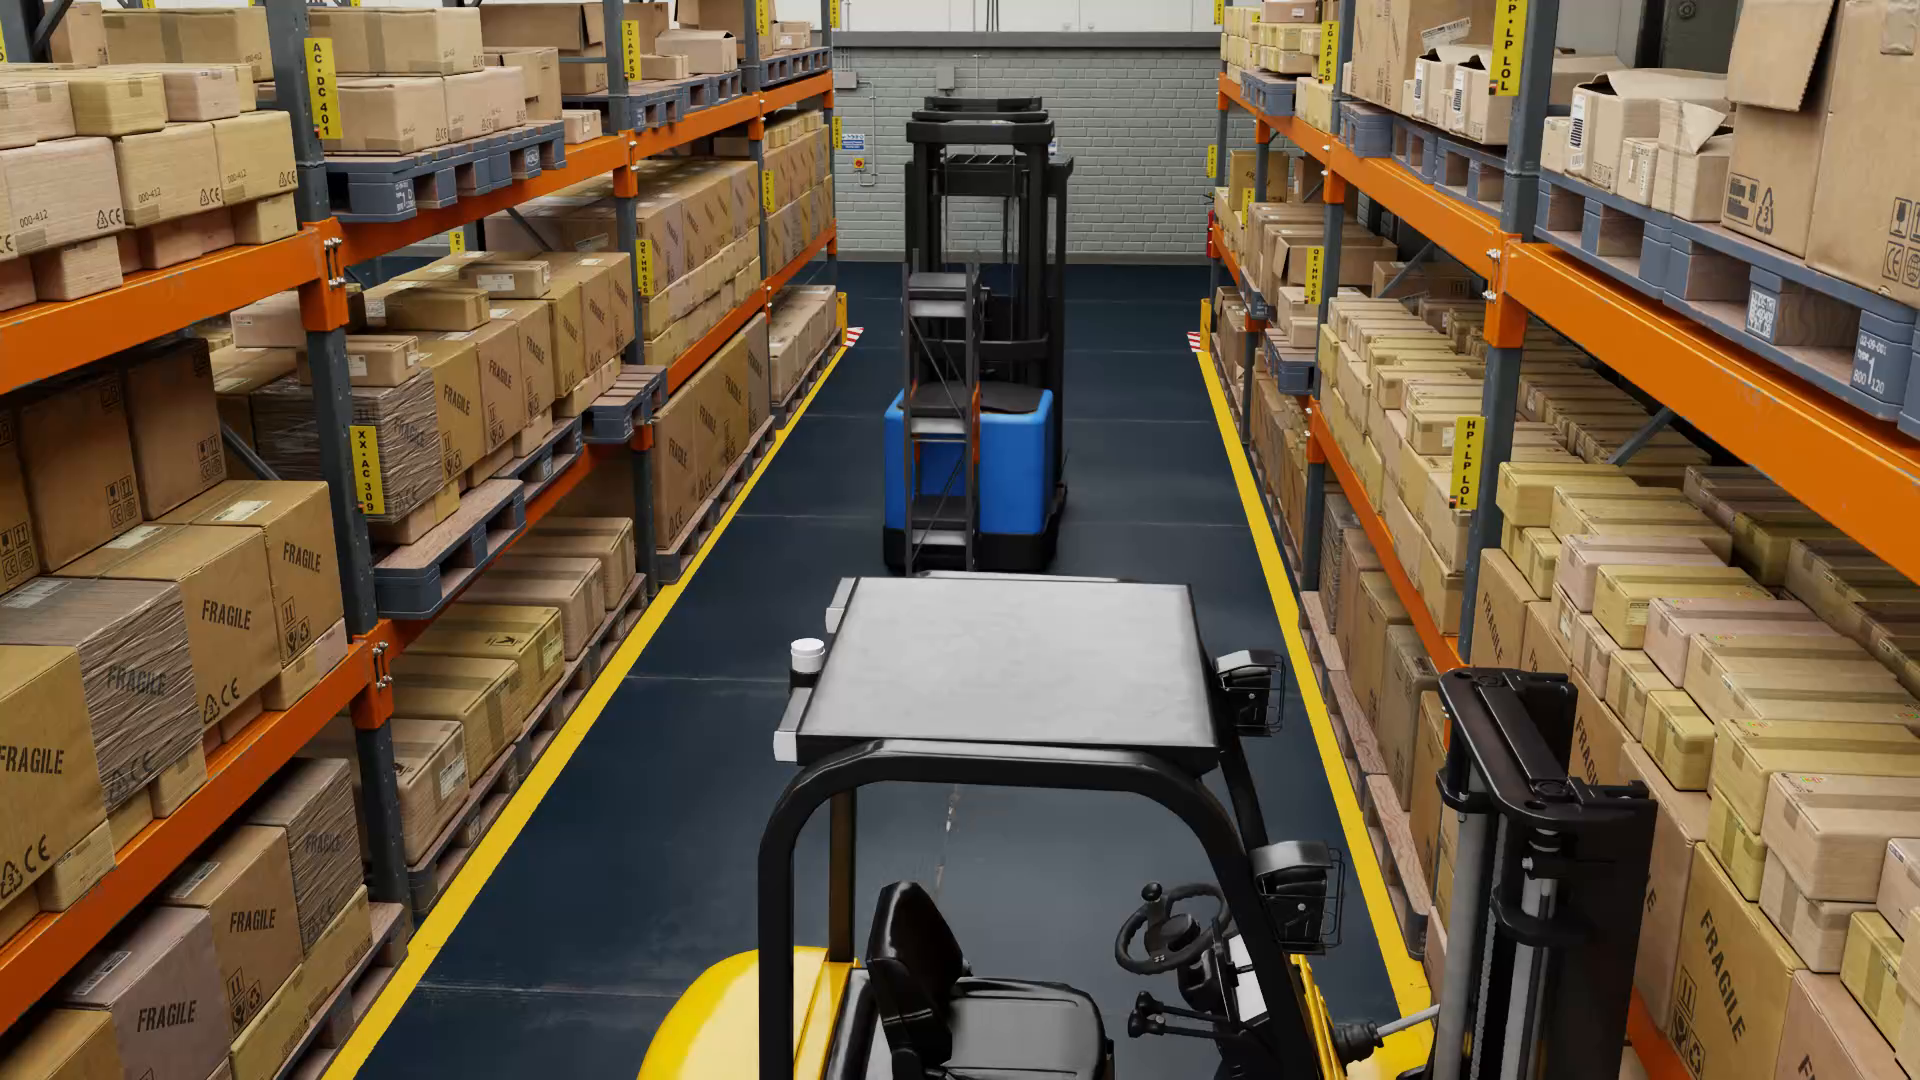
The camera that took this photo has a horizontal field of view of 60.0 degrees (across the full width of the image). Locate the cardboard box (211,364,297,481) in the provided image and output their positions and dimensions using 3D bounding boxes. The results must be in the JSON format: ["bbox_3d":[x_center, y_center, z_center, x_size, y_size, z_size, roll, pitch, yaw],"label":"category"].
[{"bbox_3d":[-2.873,-0.386,6.472,0.500,0.500,0.500,1,18,3],"label":"cardboard box"}]

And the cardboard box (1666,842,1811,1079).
[{"bbox_3d":[1.843,0.976,3.465,0.500,0.500,0.500,1,18,3],"label":"cardboard box"}]

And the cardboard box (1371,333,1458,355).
[{"bbox_3d":[2.239,-0.922,8.216,0.380,0.149,0.250,1,18,5],"label":"cardboard box"}]

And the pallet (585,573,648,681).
[{"bbox_3d":[-2.448,0.476,9.631,1.003,0.211,1.213,1,18,4],"label":"pallet"}]

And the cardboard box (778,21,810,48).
[{"bbox_3d":[-1.760,-5.036,16.562,0.500,0.250,0.500,0,18,-1],"label":"cardboard box"}]

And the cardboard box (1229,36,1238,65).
[{"bbox_3d":[2.764,-4.513,15.326,0.500,0.250,0.500,1,18,2],"label":"cardboard box"}]

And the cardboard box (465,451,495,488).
[{"bbox_3d":[-2.292,-0.340,7.372,0.380,0.149,0.250,2,18,5],"label":"cardboard box"}]

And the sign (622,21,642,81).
[{"bbox_3d":[-1.850,-2.750,9.350,0.100,0.325,0.005,1,18,4],"label":"sign"}]

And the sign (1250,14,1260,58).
[{"bbox_3d":[2.305,-3.905,12.876,0.100,0.325,0.005,1,18,4],"label":"sign"}]

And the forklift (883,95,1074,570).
[{"bbox_3d":[0.206,-1.614,11.641,1.130,2.935,3.031,2,18,7],"label":"forklift"}]

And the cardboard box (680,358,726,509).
[{"bbox_3d":[-2.190,-0.771,11.697,0.875,0.875,0.875,2,18,5],"label":"cardboard box"}]

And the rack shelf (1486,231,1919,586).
[{"bbox_3d":[2.130,-0.202,3.560,1.077,0.370,4.000,1,18,4],"label":"rack shelf"}]

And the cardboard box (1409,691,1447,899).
[{"bbox_3d":[2.300,1.027,6.611,0.875,0.625,0.625,2,18,6],"label":"cardboard box"}]

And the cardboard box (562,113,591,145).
[{"bbox_3d":[-2.214,-2.218,8.960,0.380,0.149,0.250,1,18,4],"label":"cardboard box"}]

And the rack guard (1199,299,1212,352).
[{"bbox_3d":[3.128,-2.255,17.502,1.175,0.500,0.348,1,18,4],"label":"rack guard"}]

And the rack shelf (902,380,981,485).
[{"bbox_3d":[-0.105,-0.656,10.078,0.431,0.518,0.480,2,19,5],"label":"rack shelf"}]

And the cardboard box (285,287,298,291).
[{"bbox_3d":[-7.038,-2.539,17.304,0.380,0.149,0.250,2,18,5],"label":"cardboard box"}]

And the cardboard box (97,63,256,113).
[{"bbox_3d":[-2.482,-1.431,5.278,0.380,0.149,0.250,2,18,5],"label":"cardboard box"}]

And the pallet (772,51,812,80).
[{"bbox_3d":[-1.945,-4.349,15.203,1.003,0.211,1.213,1,18,4],"label":"pallet"}]

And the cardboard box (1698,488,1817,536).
[{"bbox_3d":[2.493,-0.054,5.090,0.380,0.149,0.250,1,18,2],"label":"cardboard box"}]

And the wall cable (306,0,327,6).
[{"bbox_3d":[-7.859,-9.856,21.884,2.277,5.999,0.120,1,18,4],"label":"wall cable"}]

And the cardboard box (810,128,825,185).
[{"bbox_3d":[-1.623,-3.781,16.378,0.500,0.500,0.500,1,18,4],"label":"cardboard box"}]

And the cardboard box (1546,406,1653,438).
[{"bbox_3d":[2.601,-0.439,6.744,0.380,0.149,0.250,1,18,3],"label":"cardboard box"}]

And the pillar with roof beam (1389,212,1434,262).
[{"bbox_3d":[-0.498,-5.367,13.351,9.100,9.000,0.400,1,18,4],"label":"pillar with roof beam"}]

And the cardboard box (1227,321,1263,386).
[{"bbox_3d":[2.821,-1.703,15.144,0.700,0.500,0.500,1,18,2],"label":"cardboard box"}]

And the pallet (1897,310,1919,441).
[{"bbox_3d":[2.063,-0.100,2.235,1.003,0.211,1.213,1,18,4],"label":"pallet"}]

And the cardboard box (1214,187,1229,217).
[{"bbox_3d":[2.833,-3.402,16.750,0.500,0.250,0.500,1,18,4],"label":"cardboard box"}]

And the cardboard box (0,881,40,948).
[{"bbox_3d":[-2.573,0.929,4.175,0.380,0.149,0.250,1,18,2],"label":"cardboard box"}]

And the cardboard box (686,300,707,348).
[{"bbox_3d":[-2.042,-1.489,11.392,0.500,0.250,0.500,2,18,6],"label":"cardboard box"}]

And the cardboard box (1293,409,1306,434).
[{"bbox_3d":[2.476,-0.786,11.301,0.380,0.149,0.250,1,18,3],"label":"cardboard box"}]

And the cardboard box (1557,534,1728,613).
[{"bbox_3d":[1.896,0.096,4.633,0.380,0.149,0.250,2,18,5],"label":"cardboard box"}]

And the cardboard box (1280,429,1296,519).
[{"bbox_3d":[2.458,-0.448,11.311,0.500,0.500,0.500,2,18,6],"label":"cardboard box"}]

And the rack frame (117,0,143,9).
[{"bbox_3d":[-7.049,-5.264,13.036,1.000,3.000,0.127,1,18,4],"label":"rack frame"}]

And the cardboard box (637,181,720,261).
[{"bbox_3d":[-1.993,-2.233,11.655,0.500,0.500,0.500,2,18,5],"label":"cardboard box"}]

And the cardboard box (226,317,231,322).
[{"bbox_3d":[-6.737,-2.052,15.816,0.380,0.149,0.250,1,18,2],"label":"cardboard box"}]

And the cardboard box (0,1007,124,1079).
[{"bbox_3d":[-2.552,1.574,4.339,0.500,0.500,0.500,2,18,5],"label":"cardboard box"}]

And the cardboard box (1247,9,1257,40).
[{"bbox_3d":[2.671,-4.277,13.802,0.500,0.250,0.500,1,18,3],"label":"cardboard box"}]

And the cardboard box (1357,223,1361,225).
[{"bbox_3d":[3.181,-2.598,14.298,0.500,0.250,0.500,1,18,3],"label":"cardboard box"}]

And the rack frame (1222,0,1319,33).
[{"bbox_3d":[3.134,-6.317,16.251,1.000,3.000,0.127,1,18,4],"label":"rack frame"}]

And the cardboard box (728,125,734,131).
[{"bbox_3d":[-2.245,-3.663,14.977,0.380,0.149,0.250,1,18,3],"label":"cardboard box"}]

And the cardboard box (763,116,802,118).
[{"bbox_3d":[-1.721,-3.973,15.922,0.380,0.149,0.250,1,18,3],"label":"cardboard box"}]

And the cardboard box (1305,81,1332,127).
[{"bbox_3d":[2.390,-2.657,10.138,0.500,0.250,0.500,1,18,4],"label":"cardboard box"}]

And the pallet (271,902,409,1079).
[{"bbox_3d":[-2.690,1.685,5.941,1.003,0.211,1.213,1,18,4],"label":"pallet"}]

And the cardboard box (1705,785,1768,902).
[{"bbox_3d":[1.800,0.634,3.468,0.380,0.149,0.250,1,18,4],"label":"cardboard box"}]

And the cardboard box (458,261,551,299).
[{"bbox_3d":[-2.227,-1.274,8.139,0.380,0.149,0.250,0,18,1],"label":"cardboard box"}]

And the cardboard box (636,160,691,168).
[{"bbox_3d":[-2.422,-2.726,13.160,0.500,0.500,0.500,1,18,5],"label":"cardboard box"}]

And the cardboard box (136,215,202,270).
[{"bbox_3d":[-2.496,-0.894,4.920,0.380,0.149,0.250,1,18,4],"label":"cardboard box"}]

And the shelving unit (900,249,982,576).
[{"bbox_3d":[-0.105,-0.668,10.074,0.431,2.100,0.503,2,19,5],"label":"shelving unit"}]

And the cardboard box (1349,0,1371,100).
[{"bbox_3d":[2.265,-2.482,8.369,0.500,0.500,0.500,1,18,4],"label":"cardboard box"}]

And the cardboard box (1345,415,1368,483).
[{"bbox_3d":[2.214,-0.462,8.257,0.500,0.250,0.500,1,18,2],"label":"cardboard box"}]

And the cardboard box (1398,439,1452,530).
[{"bbox_3d":[2.084,-0.224,6.727,0.500,0.250,0.500,1,18,2],"label":"cardboard box"}]

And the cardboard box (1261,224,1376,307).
[{"bbox_3d":[2.496,-1.921,11.635,0.700,0.500,0.500,1,18,4],"label":"cardboard box"}]

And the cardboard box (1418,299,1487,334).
[{"bbox_3d":[2.739,-1.232,9.164,0.380,0.149,0.250,2,18,6],"label":"cardboard box"}]
